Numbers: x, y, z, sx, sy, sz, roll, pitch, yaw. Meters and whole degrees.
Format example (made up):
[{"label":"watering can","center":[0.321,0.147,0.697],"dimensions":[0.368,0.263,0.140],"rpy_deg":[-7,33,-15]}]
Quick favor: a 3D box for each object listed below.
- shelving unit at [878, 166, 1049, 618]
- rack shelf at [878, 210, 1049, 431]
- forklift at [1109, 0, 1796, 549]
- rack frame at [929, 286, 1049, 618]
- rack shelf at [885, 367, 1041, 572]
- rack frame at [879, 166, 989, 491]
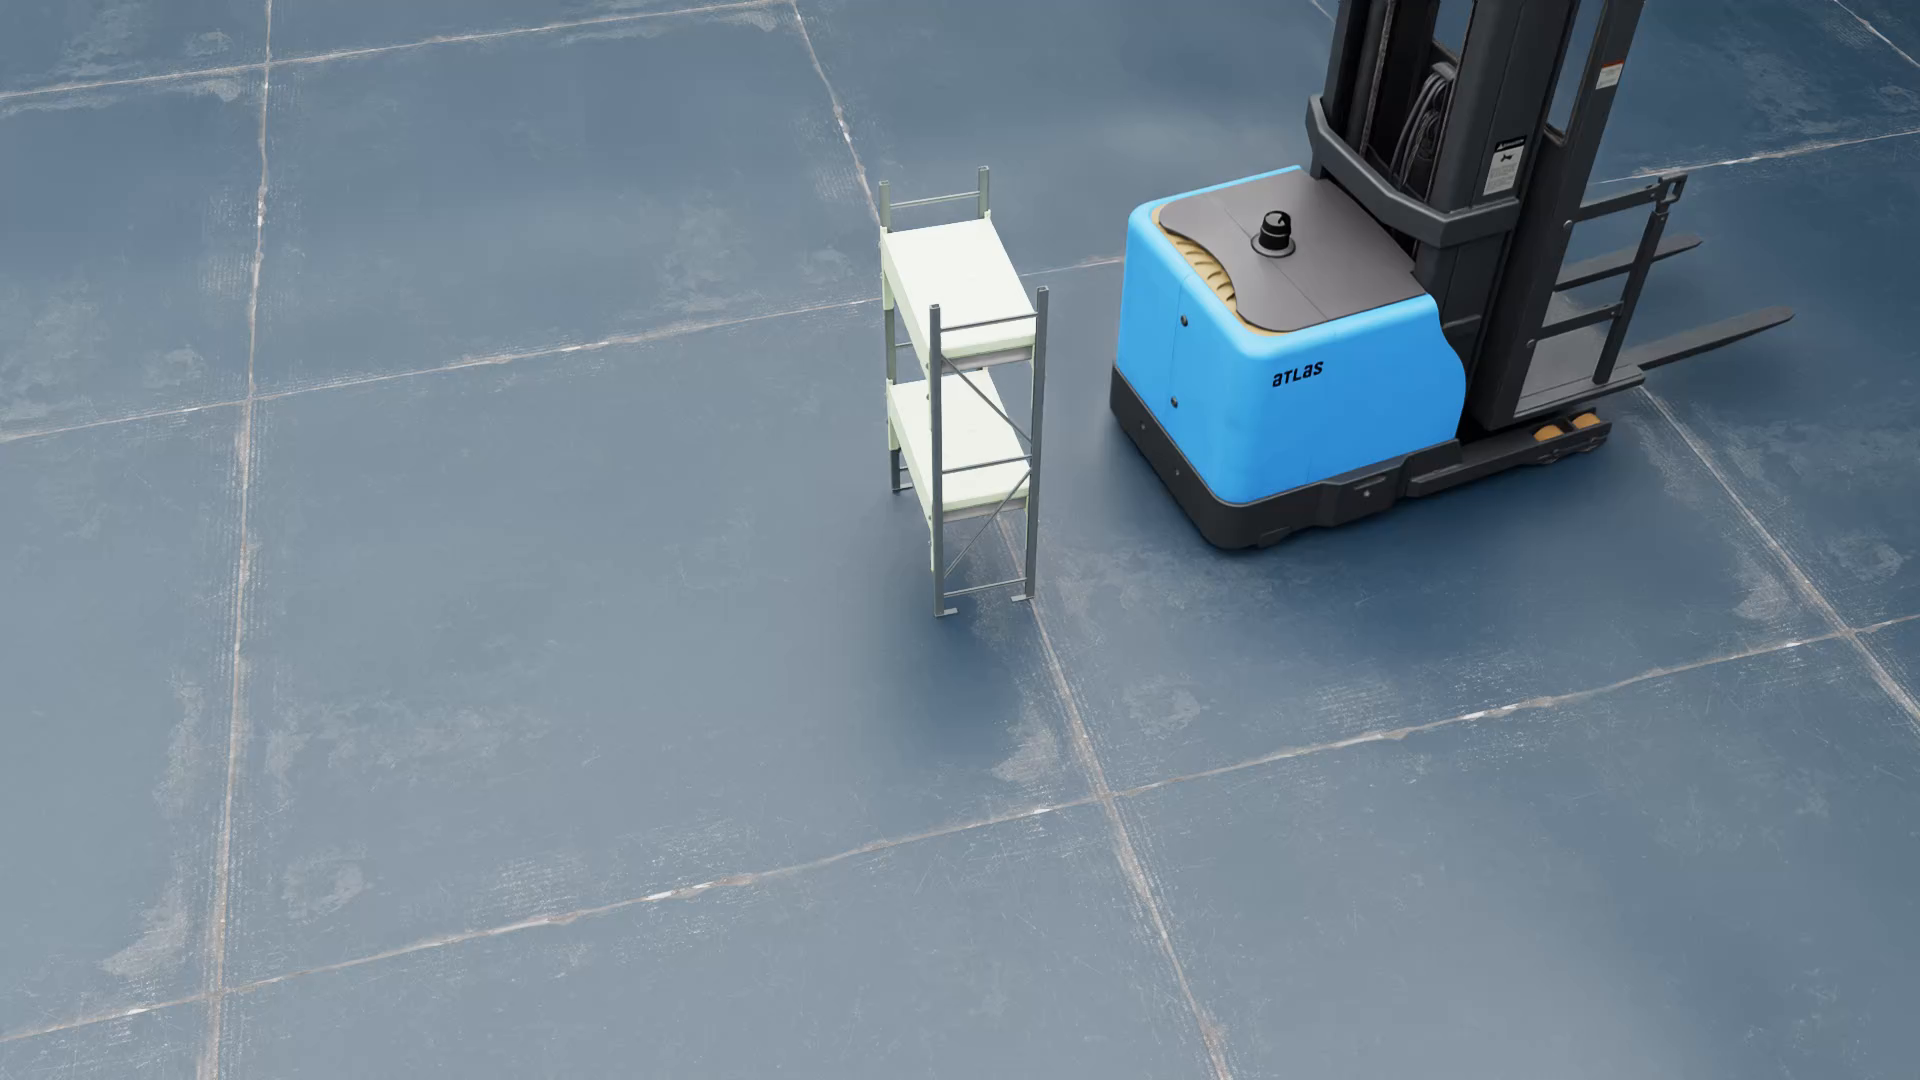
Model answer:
[{"label":"shelving unit","center":[0.002,-0.520,6.210],"dimensions":[0.431,1.500,0.755],"rpy_deg":[-11,47,-10]},{"label":"rack shelf","center":[0.002,-0.793,5.931],"dimensions":[0.431,0.370,0.720],"rpy_deg":[-11,47,-10]},{"label":"forklift","center":[2.215,-1.681,6.345],"dimensions":[3.031,2.935,1.130],"rpy_deg":[-17,48,-16]},{"label":"rack frame","center":[0.095,-0.268,5.962],"dimensions":[0.400,1.500,0.023],"rpy_deg":[-11,47,-10]},{"label":"rack shelf","center":[0.002,-0.292,6.443],"dimensions":[0.431,0.370,0.720],"rpy_deg":[-11,47,-10]},{"label":"rack frame","center":[-0.092,-0.773,6.457],"dimensions":[0.400,1.500,0.023],"rpy_deg":[-11,47,-10]}]
